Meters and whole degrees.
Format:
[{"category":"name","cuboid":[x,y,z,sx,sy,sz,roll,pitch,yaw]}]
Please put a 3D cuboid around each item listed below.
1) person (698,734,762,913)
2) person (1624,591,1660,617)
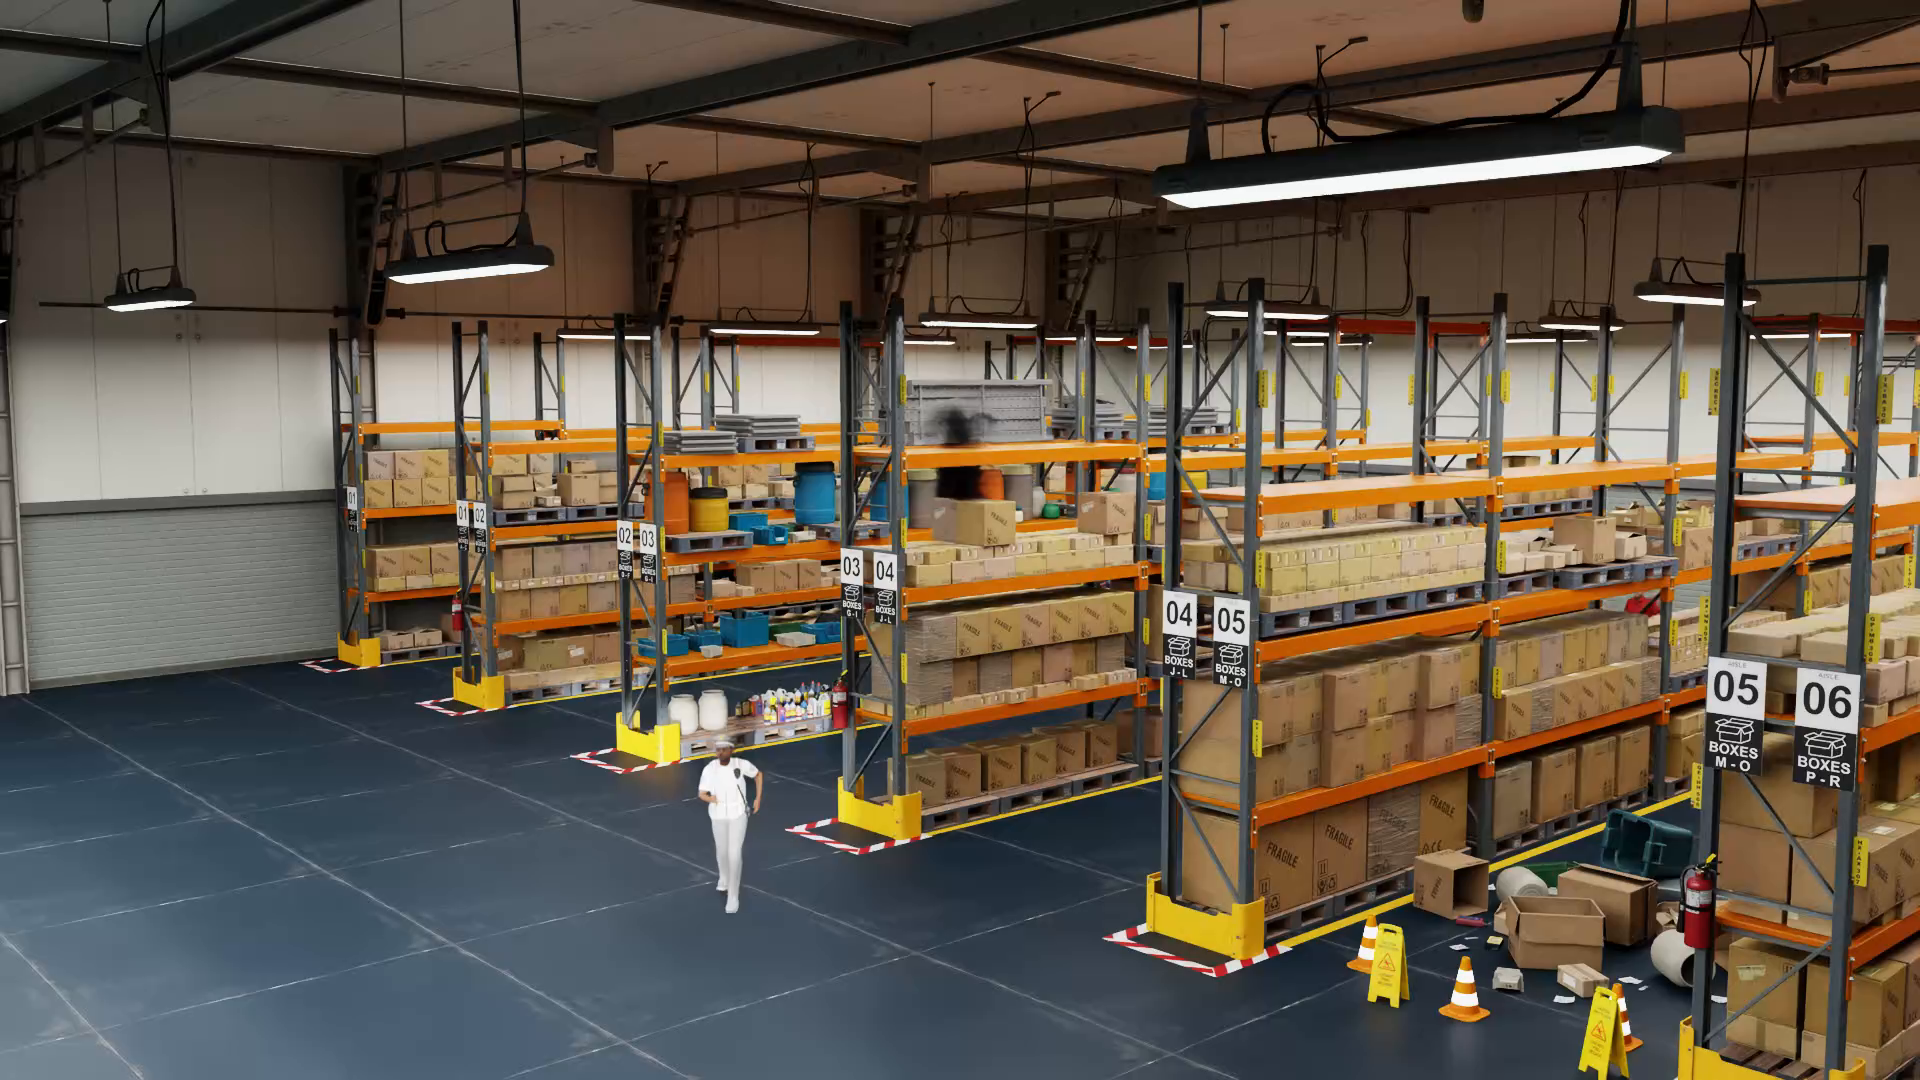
[{"category":"person","cuboid":[-2.242,2.726,16.257,0.583,1.740,0.882,0,6,3]},{"category":"person","cuboid":[11.359,1.593,27.743,0.818,1.722,0.674,-5,8,-43]}]
